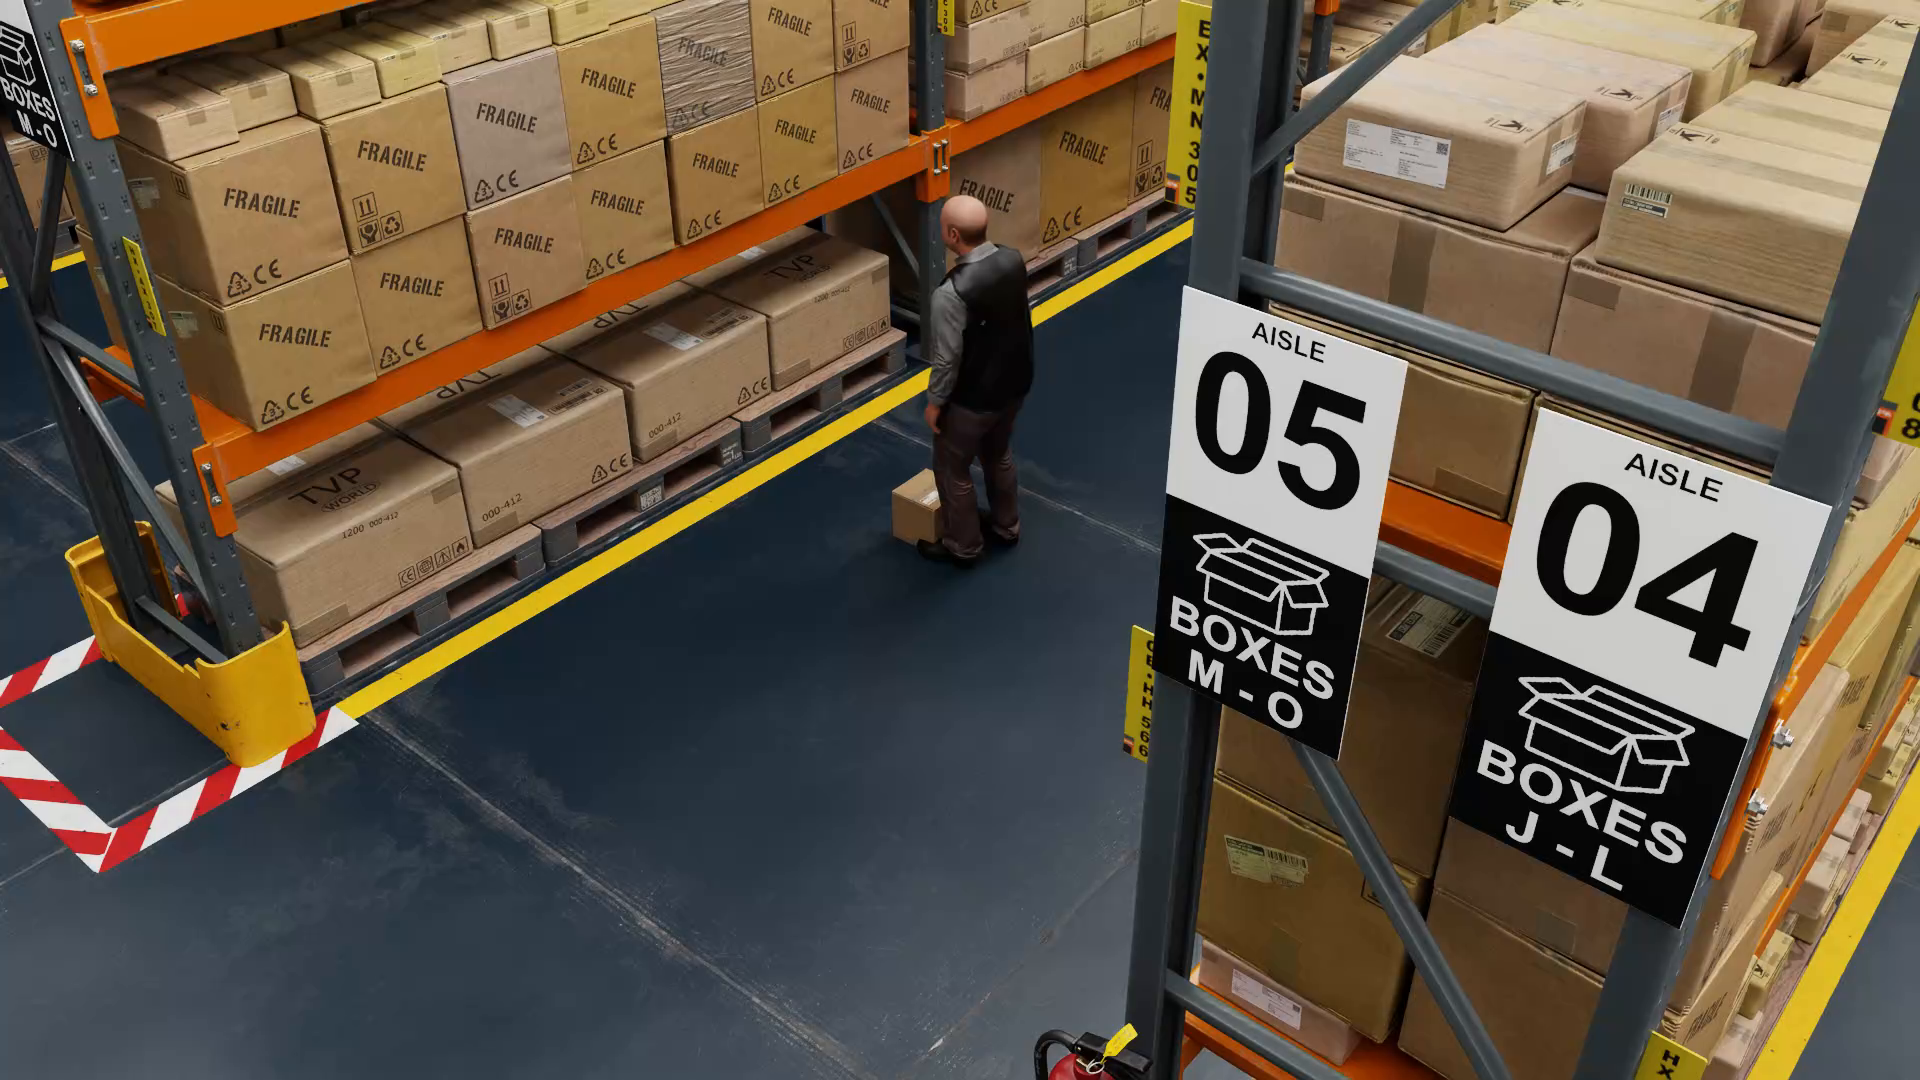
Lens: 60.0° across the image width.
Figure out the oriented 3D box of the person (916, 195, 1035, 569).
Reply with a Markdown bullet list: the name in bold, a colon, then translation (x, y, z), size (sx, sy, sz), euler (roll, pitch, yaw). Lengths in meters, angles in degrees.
- **person**: translation (0.071, -0.647, 7.096), size (0.463, 1.721, 0.581), euler (26, 42, 32)
